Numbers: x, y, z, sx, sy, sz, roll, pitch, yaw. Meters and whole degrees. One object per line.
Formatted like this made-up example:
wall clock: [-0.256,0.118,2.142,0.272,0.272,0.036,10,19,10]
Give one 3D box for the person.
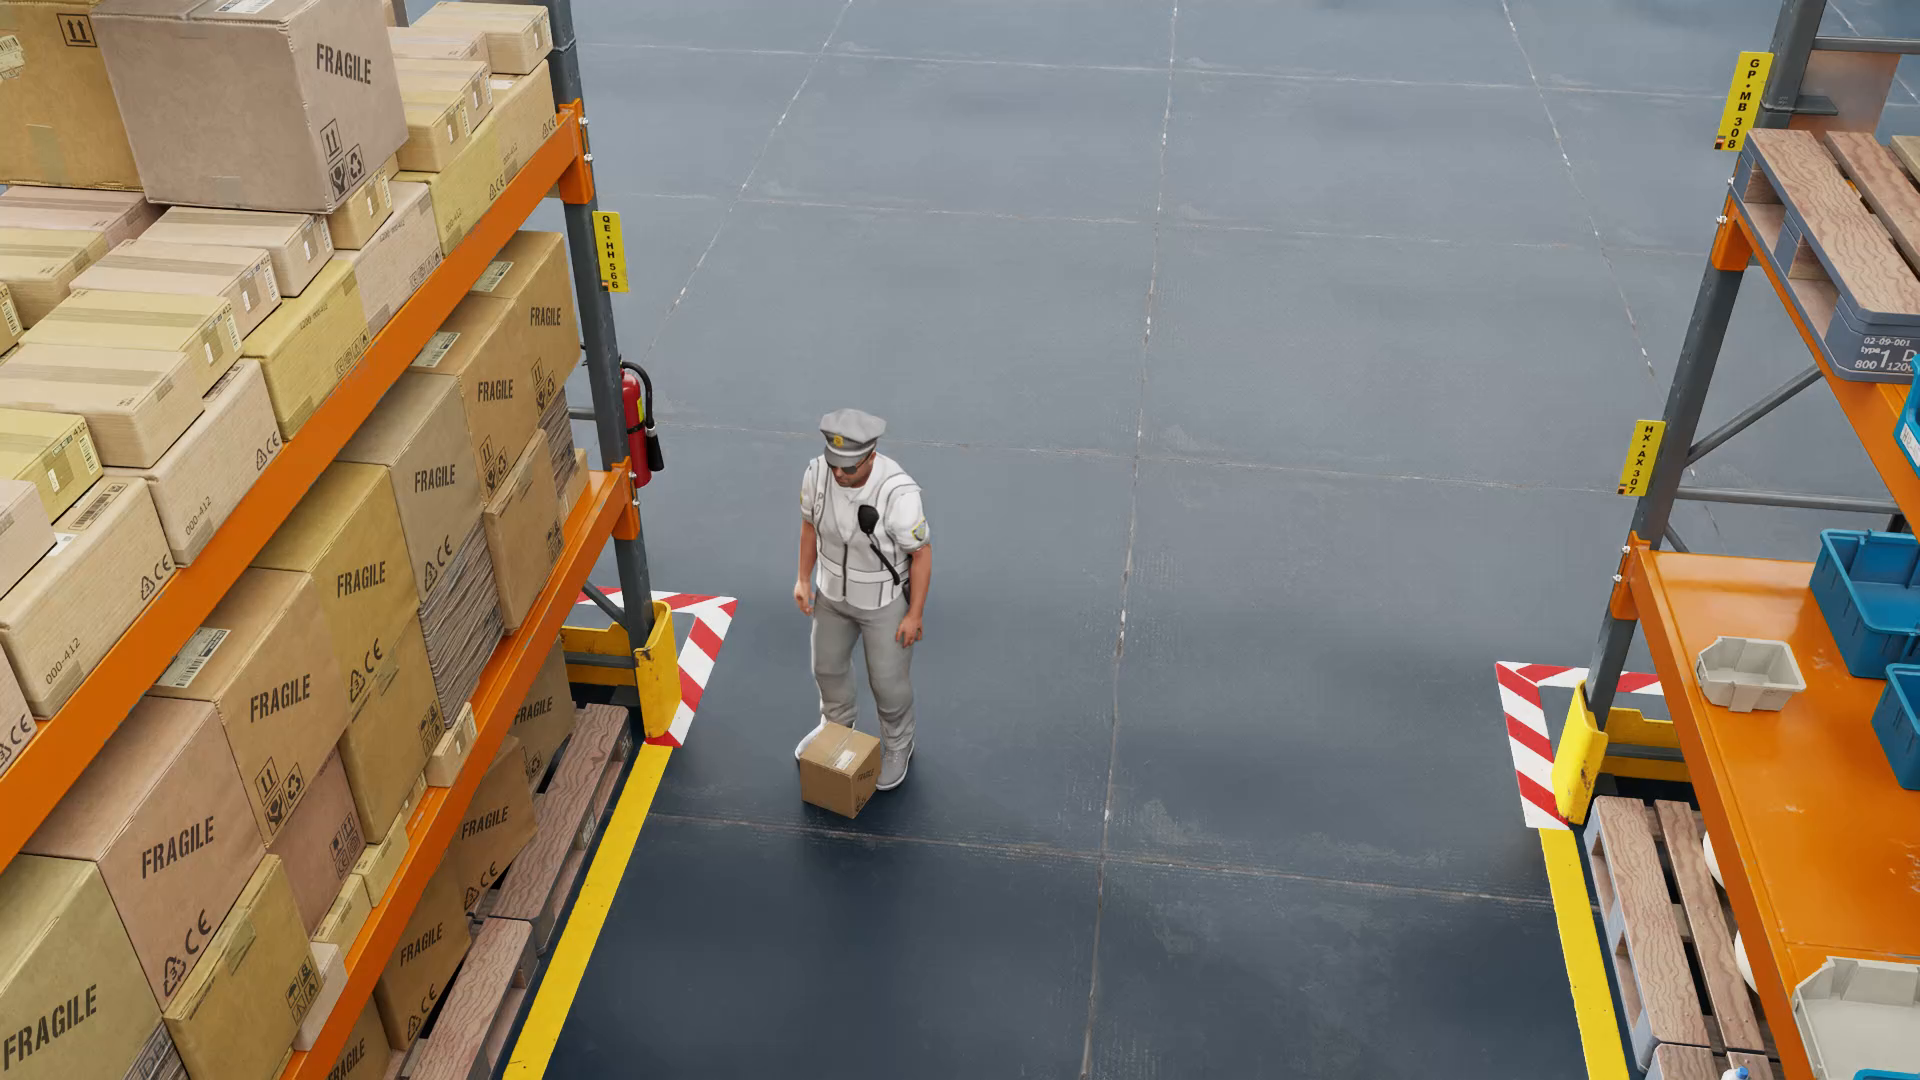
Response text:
person: [-0.386,0.211,6.742,0.585,1.749,0.435,17,39,22]
